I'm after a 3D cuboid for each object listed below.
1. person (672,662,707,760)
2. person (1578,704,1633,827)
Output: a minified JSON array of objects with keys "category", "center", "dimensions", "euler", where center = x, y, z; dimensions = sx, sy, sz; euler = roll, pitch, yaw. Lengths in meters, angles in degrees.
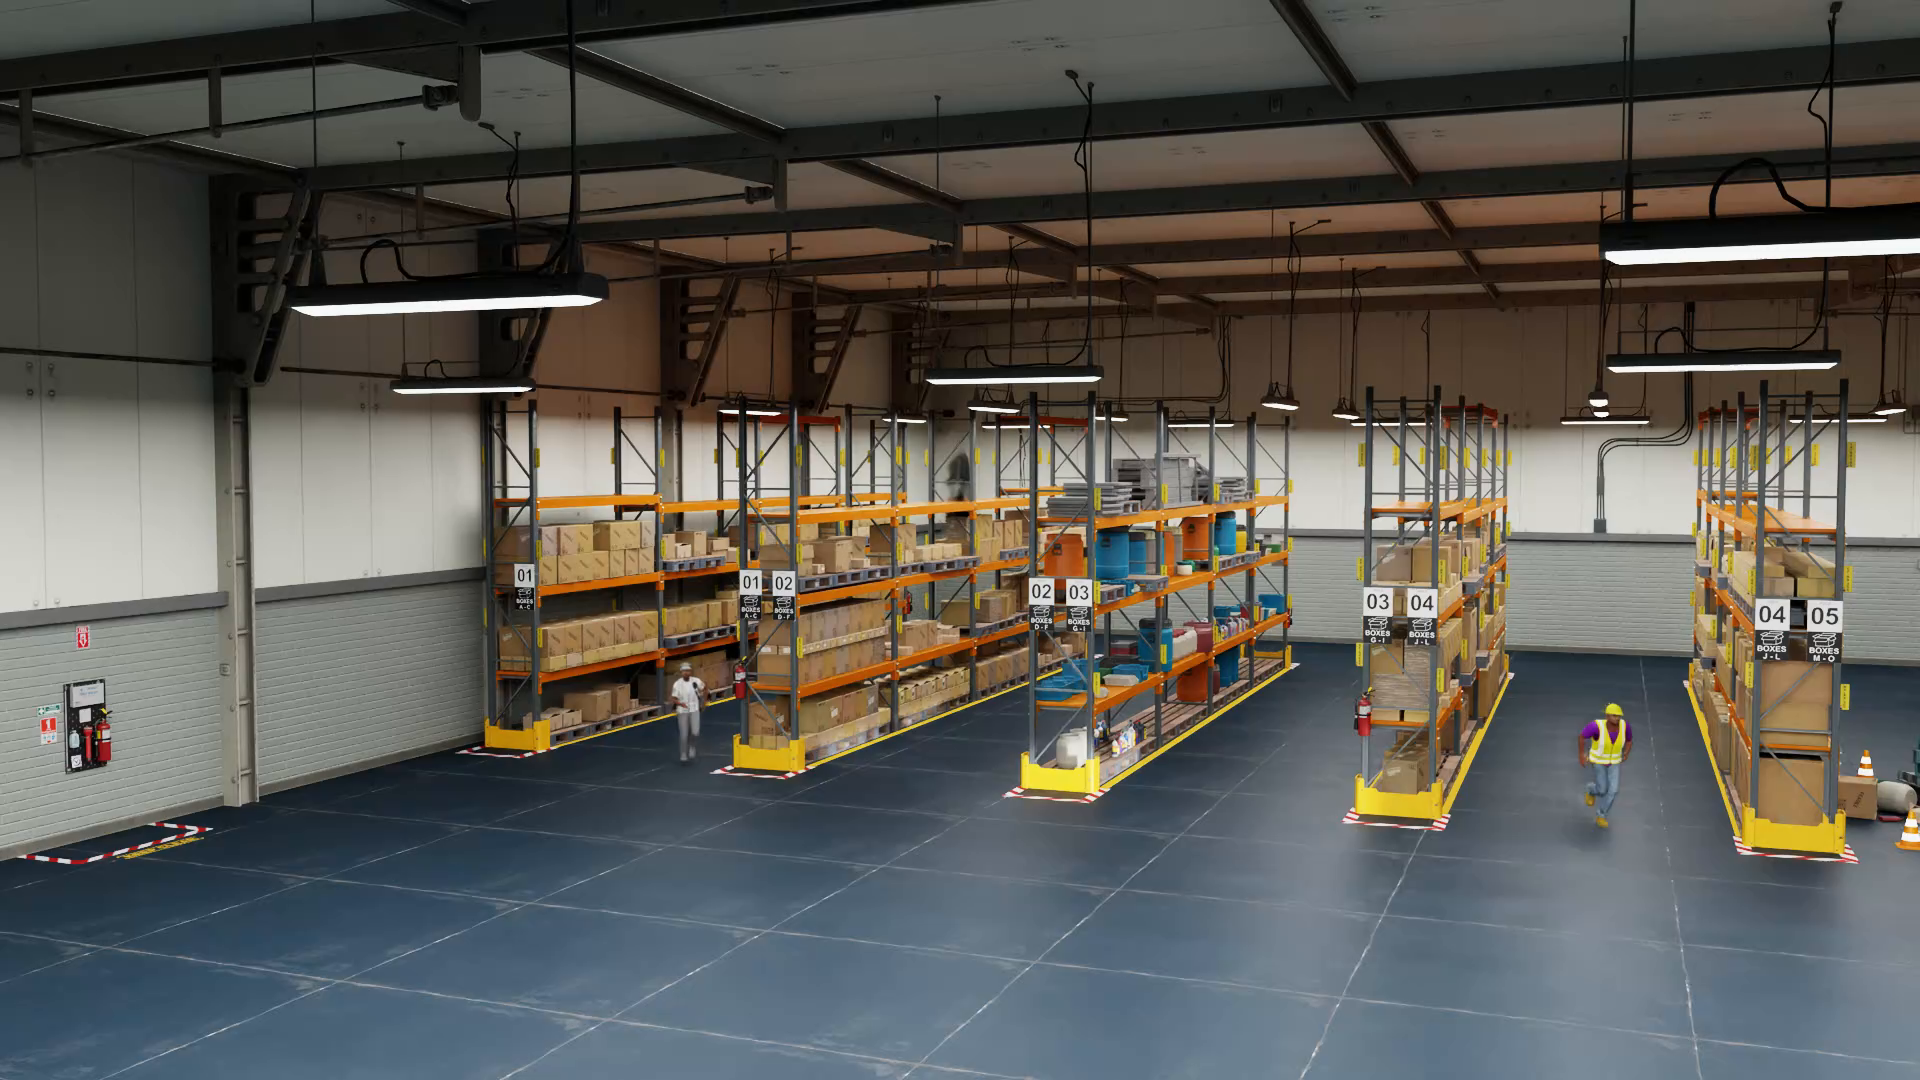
[{"category":"person","center":[-4.430,2.824,27.268],"dimensions":[0.592,1.644,0.763],"euler":[-1,3,-12]},{"category":"person","center":[8.823,3.055,22.753],"dimensions":[0.696,1.692,0.833],"euler":[0,3,-6]}]
